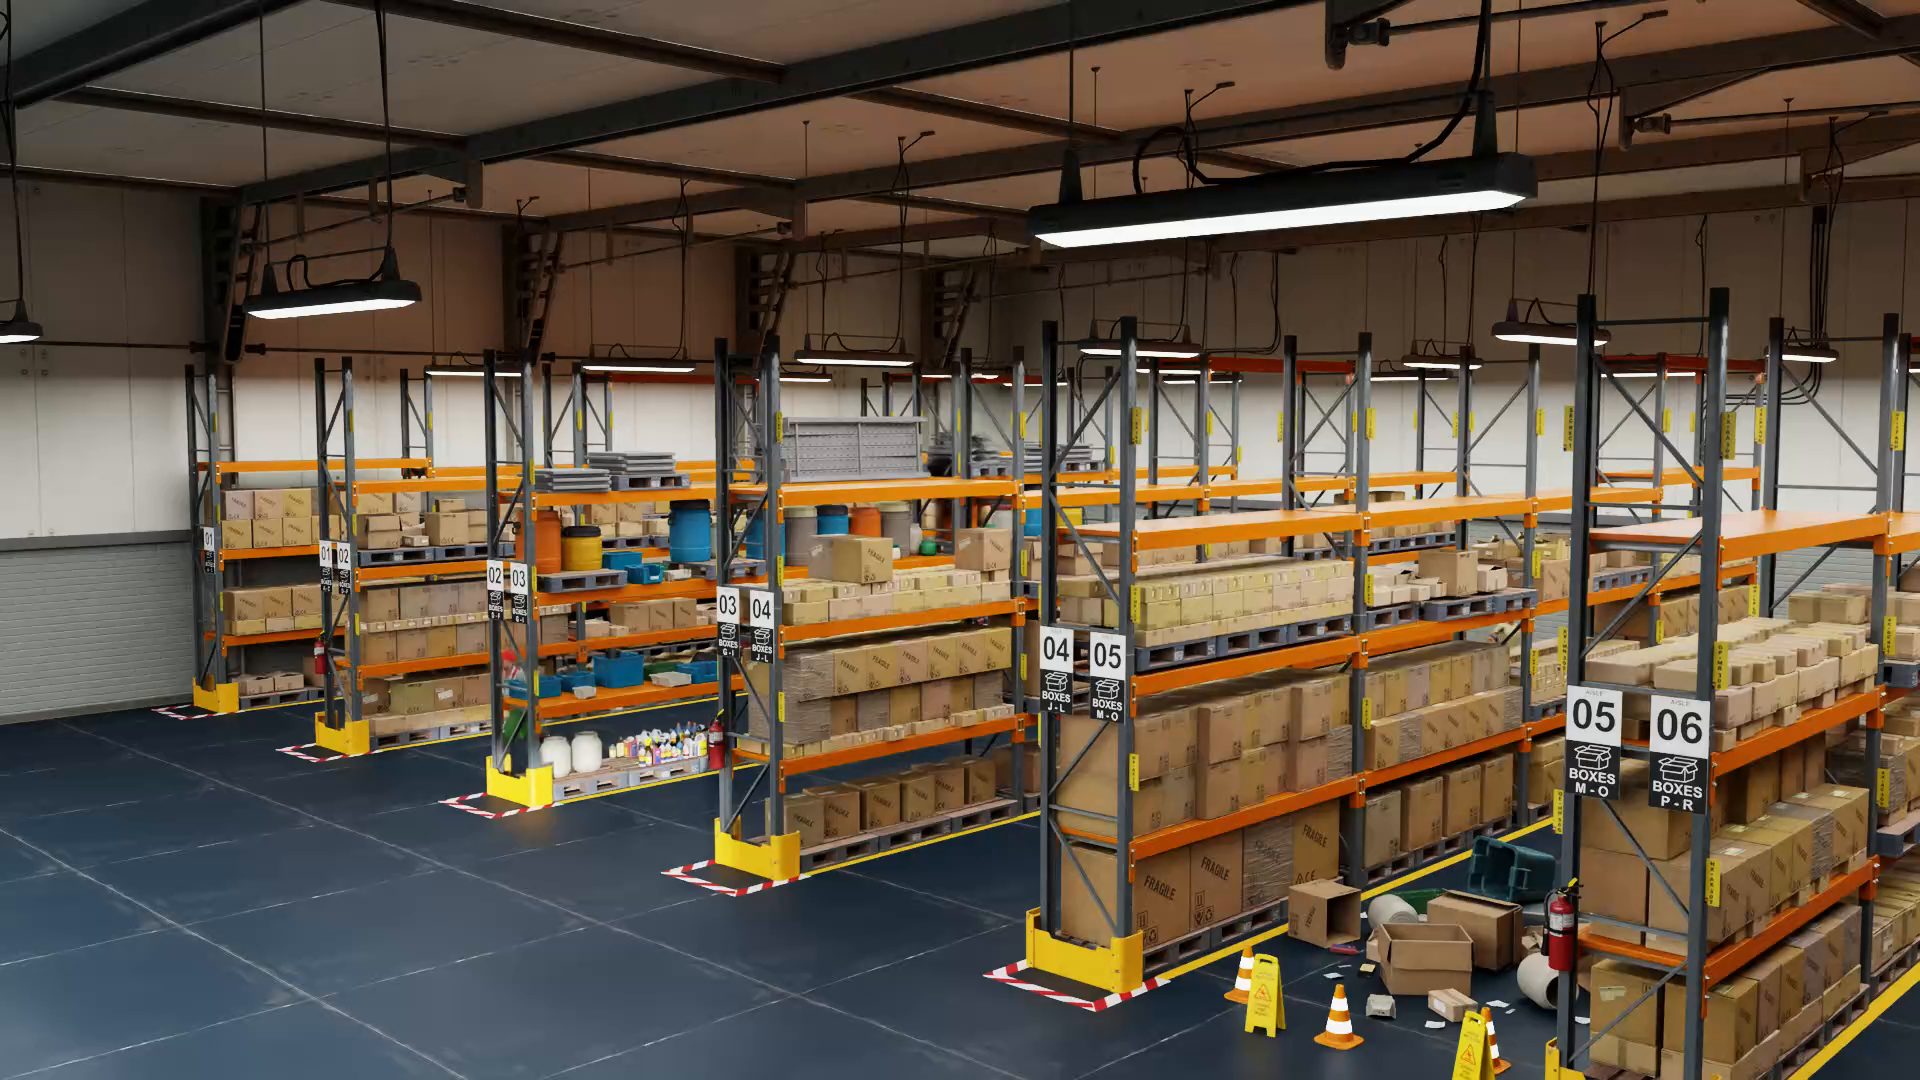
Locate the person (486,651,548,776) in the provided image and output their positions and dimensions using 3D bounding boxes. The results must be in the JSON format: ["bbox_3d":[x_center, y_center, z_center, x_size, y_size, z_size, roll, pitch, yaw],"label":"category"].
[{"bbox_3d":[-6.337,2.453,23.974,1.134,1.774,0.660,-4,6,-44],"label":"person"}]

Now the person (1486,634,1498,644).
[{"bbox_3d":[8.493,2.378,26.525,0.802,1.601,0.607,-4,6,-44],"label":"person"}]

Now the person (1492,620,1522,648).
[{"bbox_3d":[9.944,2.063,30.073,0.596,1.643,0.518,-1,4,-9],"label":"person"}]
